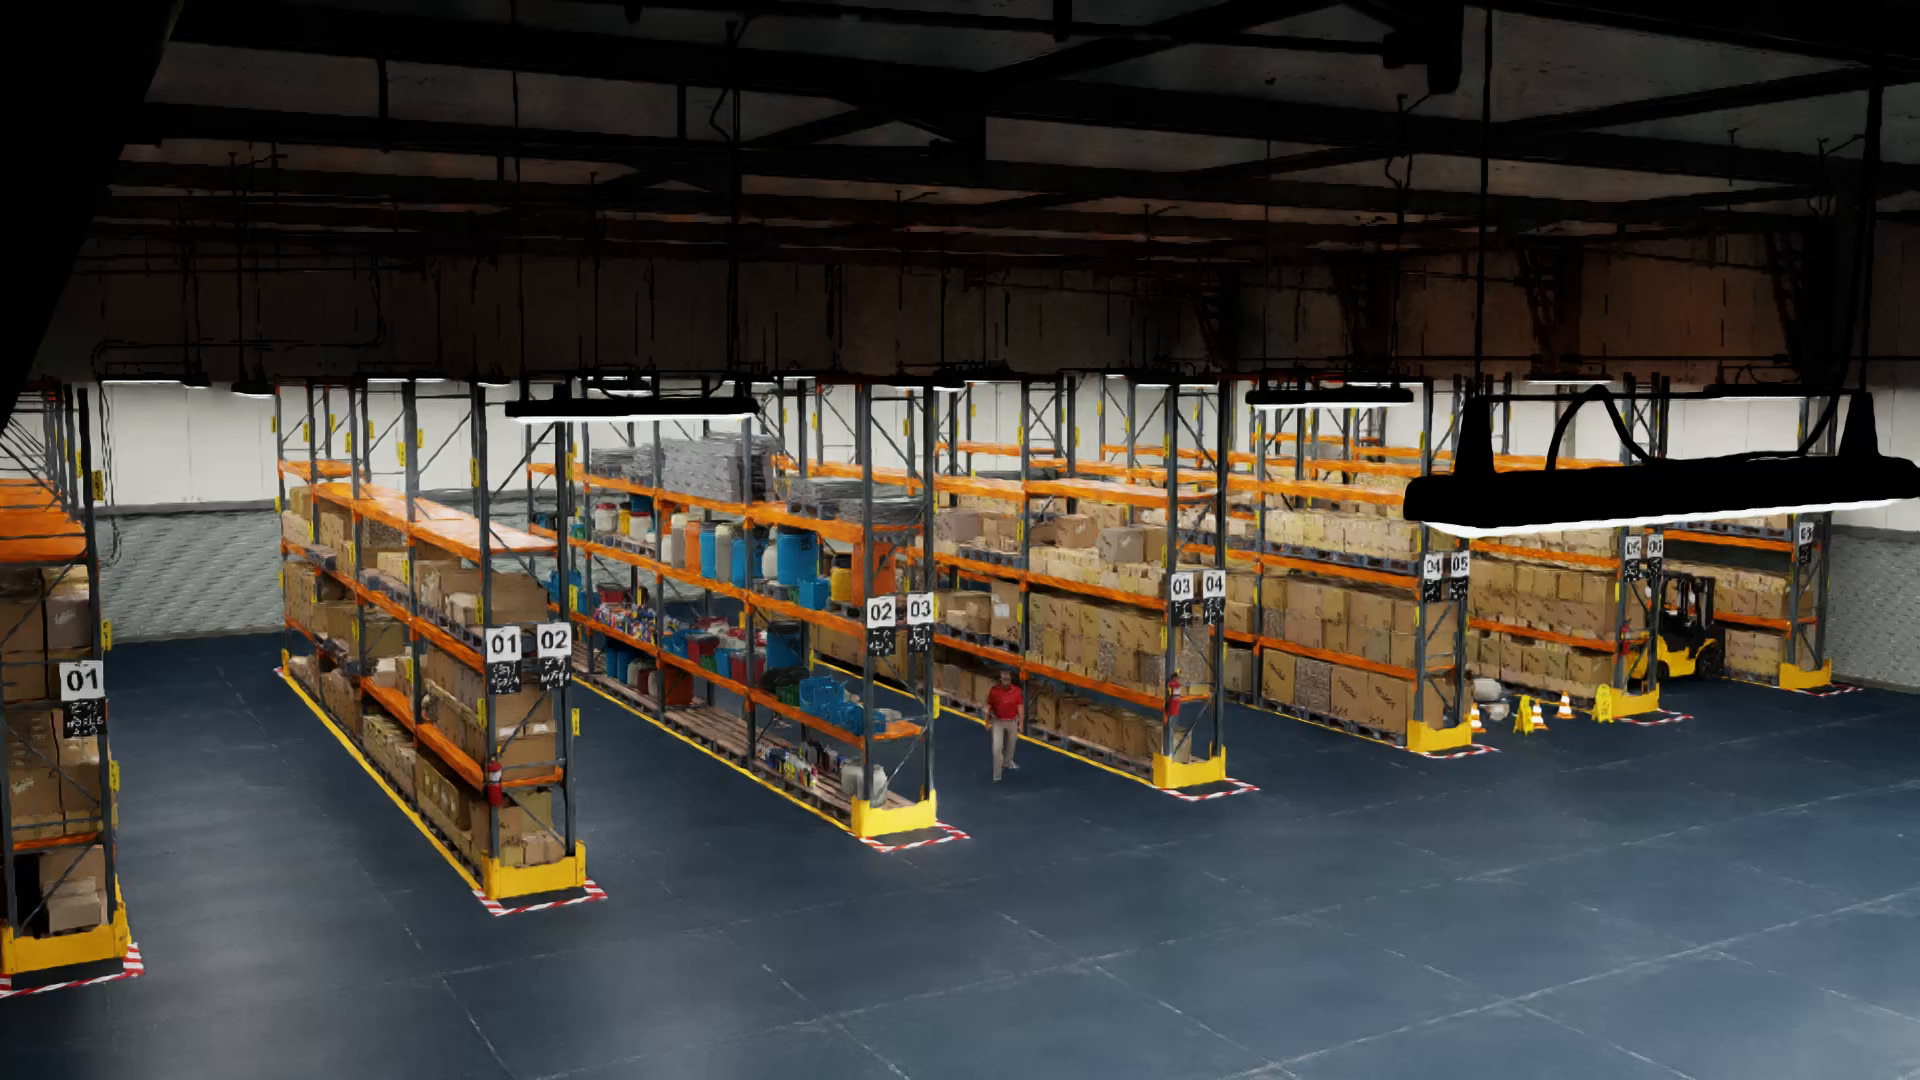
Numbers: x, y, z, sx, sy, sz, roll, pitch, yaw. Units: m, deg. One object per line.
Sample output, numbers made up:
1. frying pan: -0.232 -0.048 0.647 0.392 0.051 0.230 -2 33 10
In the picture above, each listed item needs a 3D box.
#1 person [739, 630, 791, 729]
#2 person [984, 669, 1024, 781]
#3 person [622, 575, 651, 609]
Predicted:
1. person: -3.384 2.377 28.340 0.845 1.717 0.674 6 9 43
2. person: 0.676 2.801 25.161 0.584 1.567 0.978 -1 6 -9
3. person: -6.969 1.589 35.534 0.729 1.733 0.546 -4 7 -32
